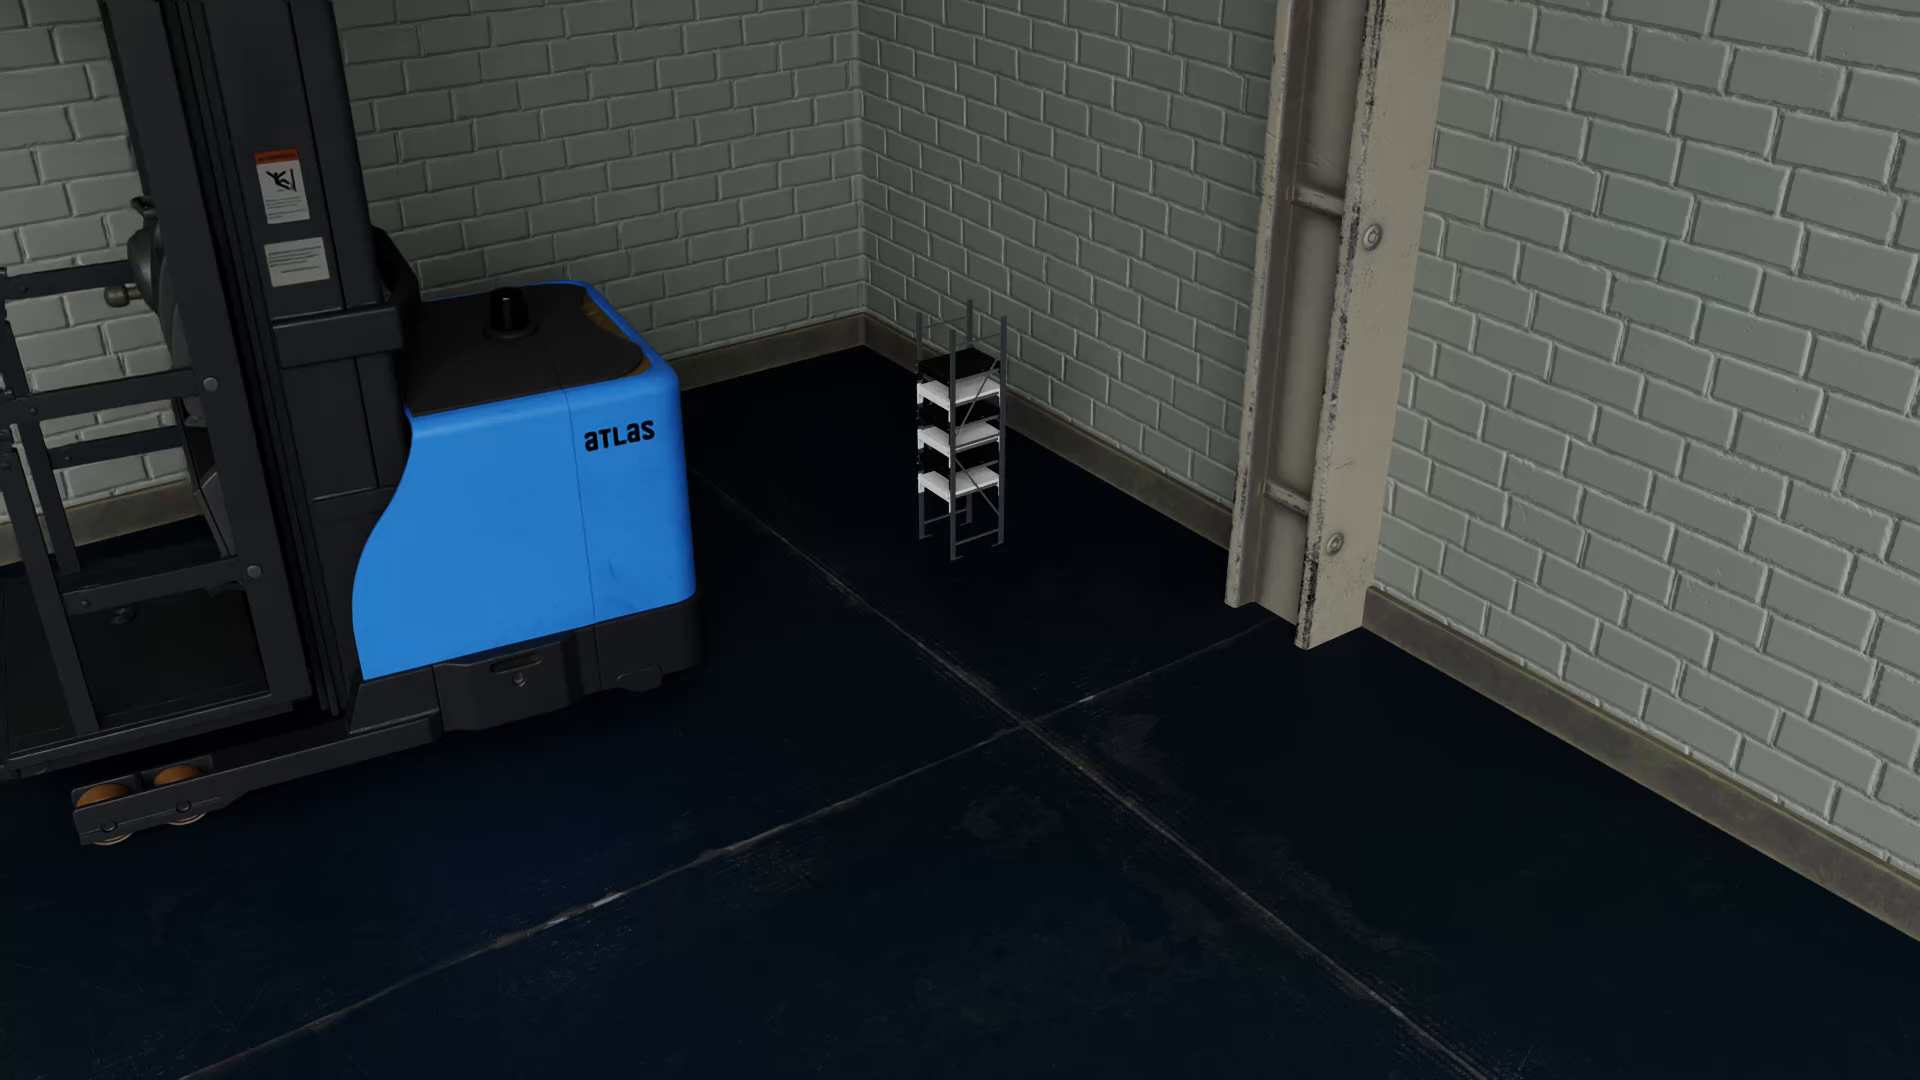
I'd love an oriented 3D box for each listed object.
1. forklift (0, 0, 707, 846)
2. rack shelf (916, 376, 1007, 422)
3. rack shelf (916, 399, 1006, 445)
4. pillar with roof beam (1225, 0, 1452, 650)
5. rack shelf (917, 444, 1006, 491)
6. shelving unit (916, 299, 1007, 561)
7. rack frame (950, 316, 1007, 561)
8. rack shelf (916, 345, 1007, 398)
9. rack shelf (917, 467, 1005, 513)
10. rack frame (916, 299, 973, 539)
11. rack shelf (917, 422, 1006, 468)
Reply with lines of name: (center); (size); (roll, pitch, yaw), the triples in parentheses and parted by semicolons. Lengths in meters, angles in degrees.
forklift: (-2.374, -0.720, 4.505); (3.031, 2.935, 1.130); (-14, 31, -24)
rack shelf: (0.005, -0.521, 5.959); (0.258, 0.077, 0.200); (-19, 34, -31)
rack shelf: (0.005, -0.442, 6.002); (0.258, 0.077, 0.200); (-19, 34, -31)
pillar with roof beam: (-2.340, -2.512, 1.447); (9.100, 9.000, 0.400); (-19, 34, -31)
rack shelf: (0.005, -0.284, 6.088); (0.258, 0.077, 0.200); (-19, 34, -31)
shelving unit: (0.005, -0.392, 6.029); (0.258, 0.900, 0.210); (-19, 34, -31)
rack frame: (0.064, -0.353, 5.957); (0.240, 0.900, 0.006); (-19, 34, -31)
rack shelf: (0.005, -0.600, 5.916); (0.258, 0.077, 0.200); (-19, 34, -31)
rack shelf: (0.005, -0.205, 6.131); (0.258, 0.077, 0.200); (-19, 34, -31)
rack frame: (-0.054, -0.432, 6.102); (0.240, 0.900, 0.006); (-19, 34, -31)
rack shelf: (0.005, -0.363, 6.045); (0.258, 0.077, 0.200); (-19, 34, -31)
